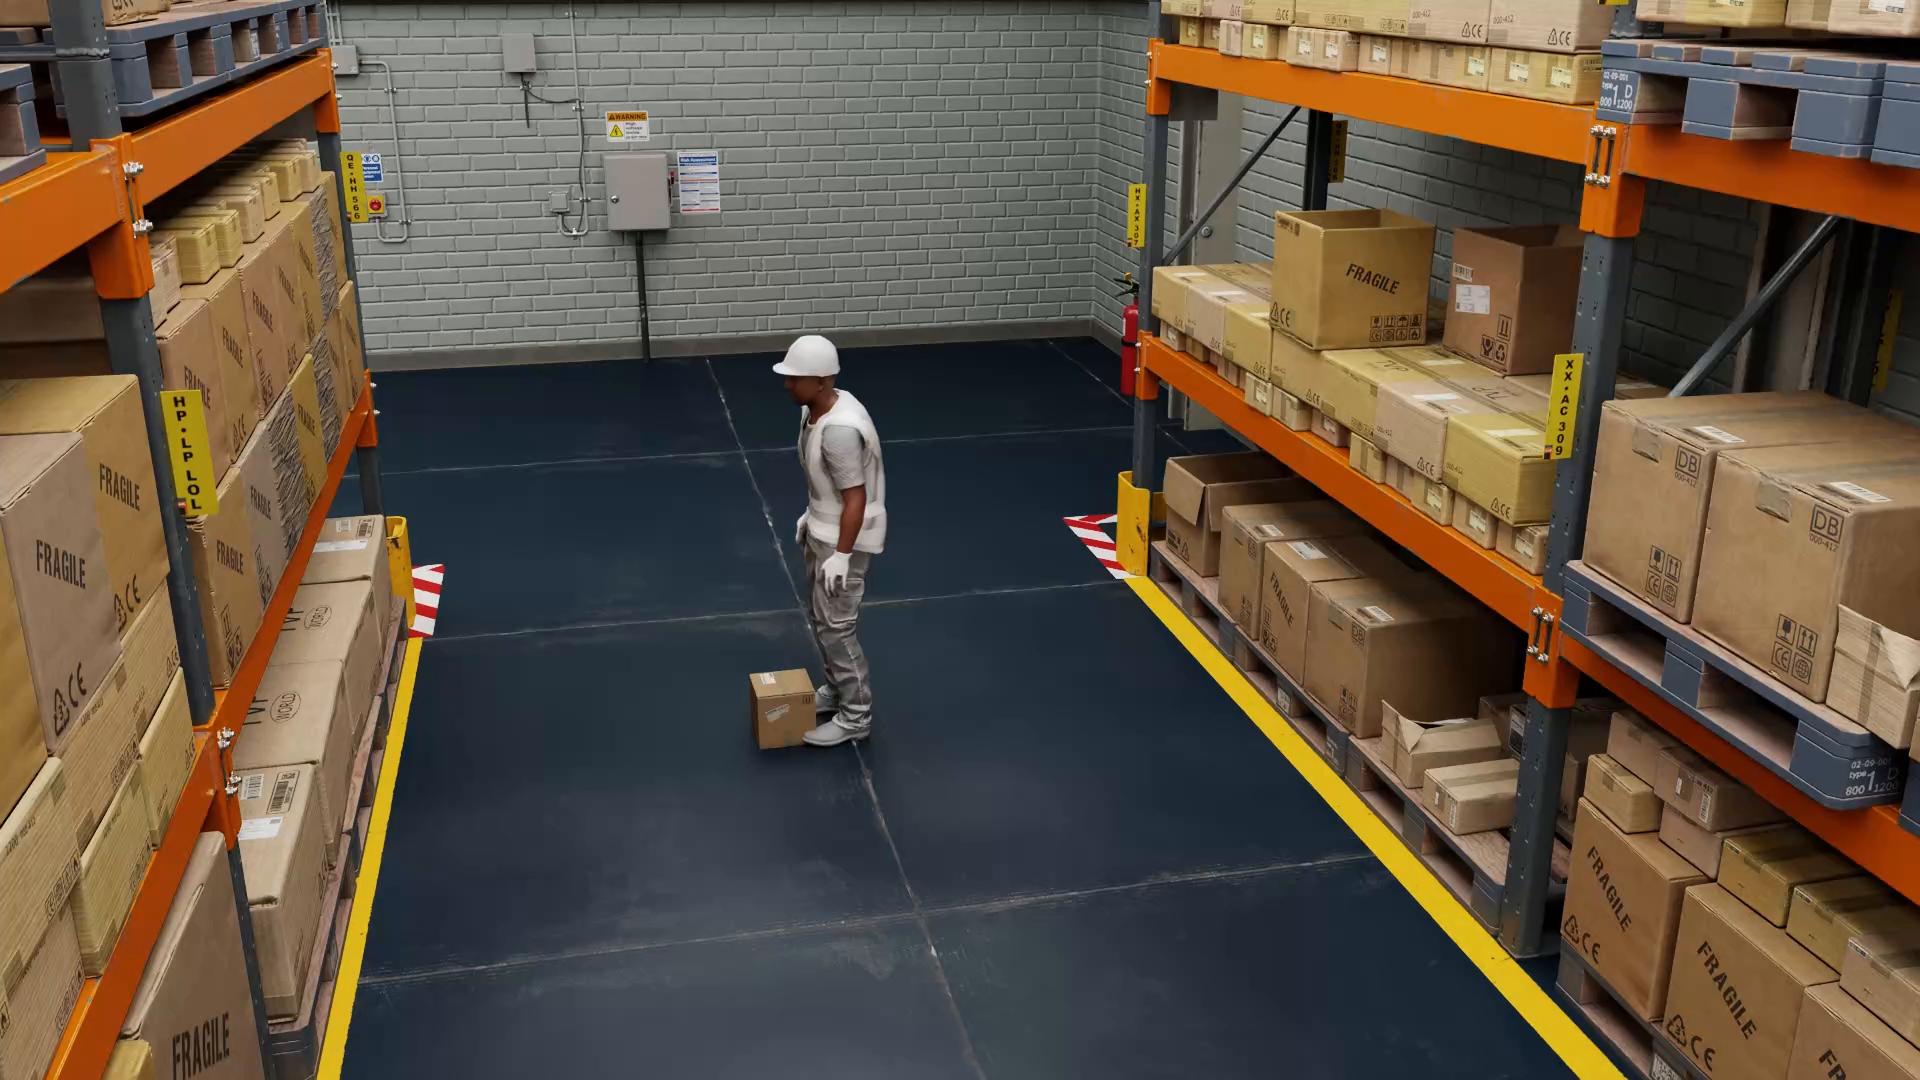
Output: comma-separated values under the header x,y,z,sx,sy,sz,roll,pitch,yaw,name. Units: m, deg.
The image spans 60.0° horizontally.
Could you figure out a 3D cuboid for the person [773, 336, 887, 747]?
x,y,z,sx,sy,sz,roll,pitch,yaw,name
-0.548,-0.001,7.053,0.445,1.775,0.632,-5,20,-15,person
